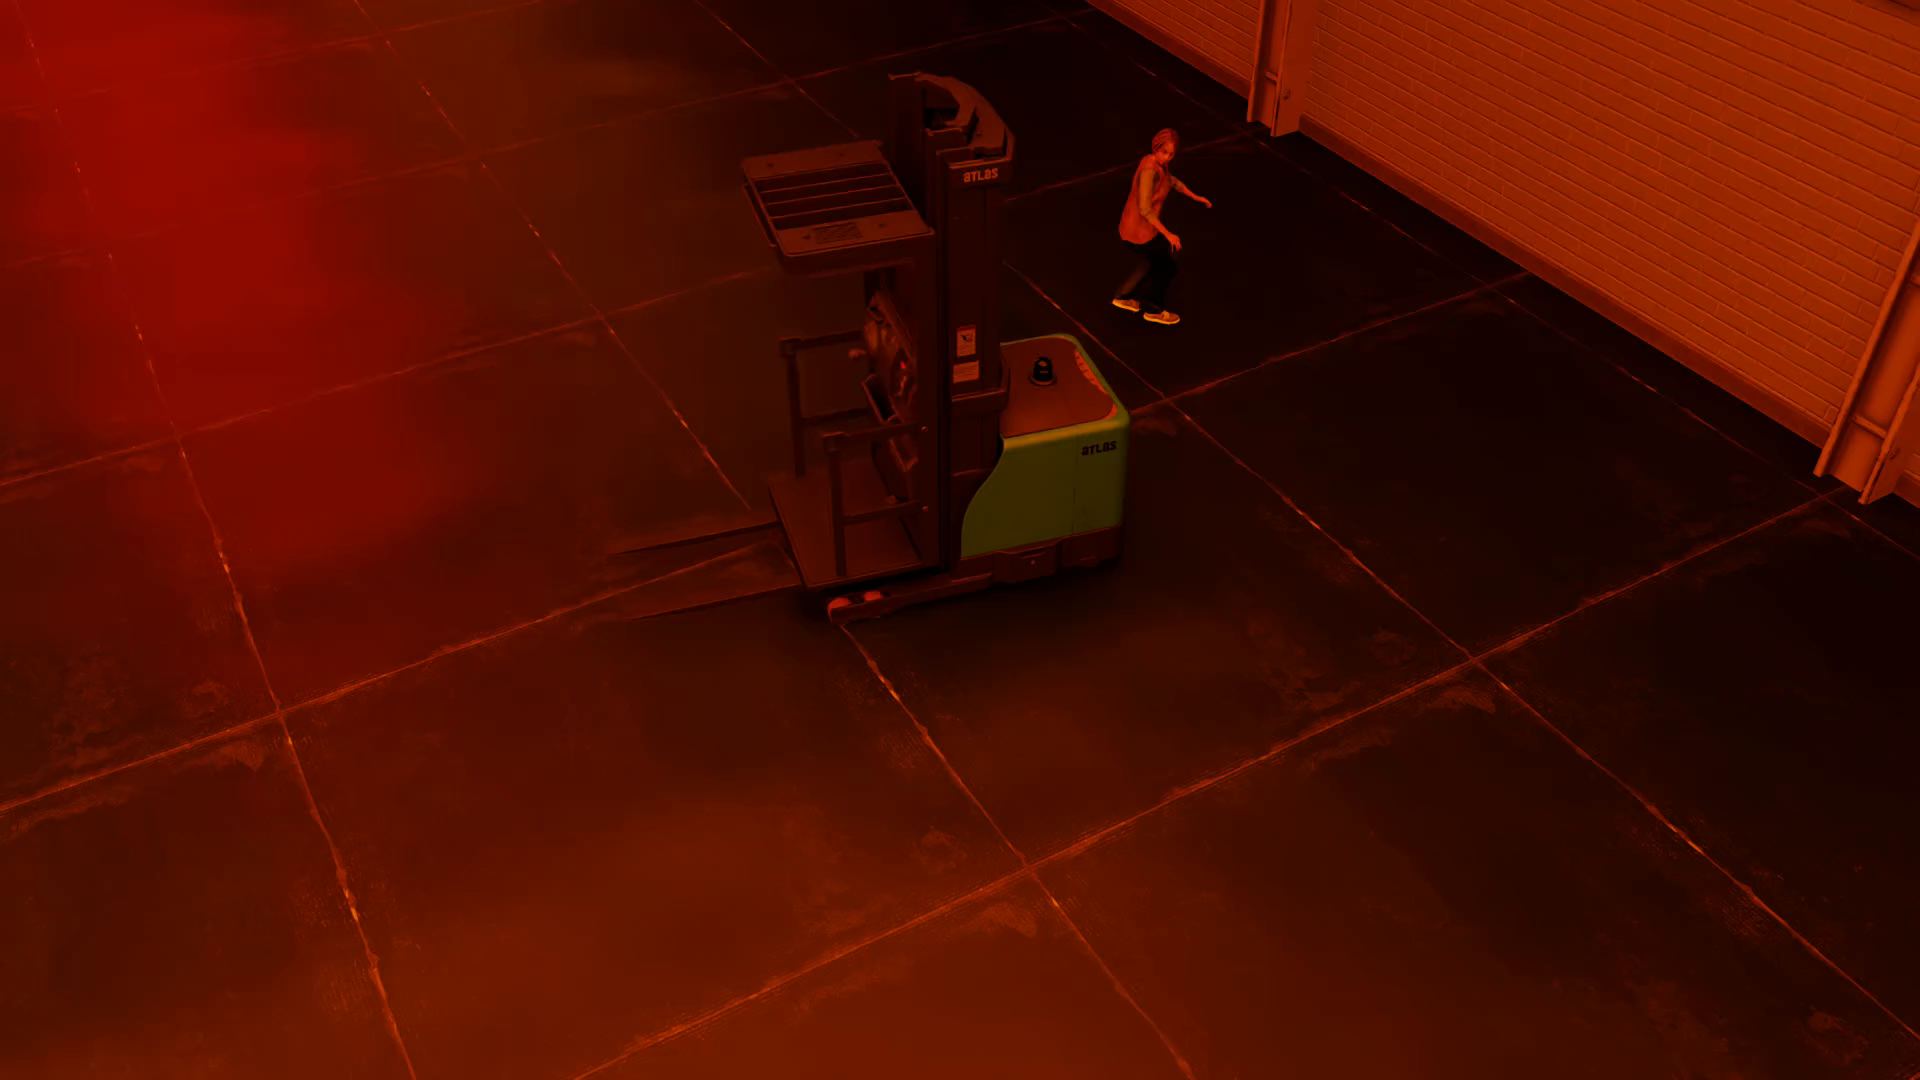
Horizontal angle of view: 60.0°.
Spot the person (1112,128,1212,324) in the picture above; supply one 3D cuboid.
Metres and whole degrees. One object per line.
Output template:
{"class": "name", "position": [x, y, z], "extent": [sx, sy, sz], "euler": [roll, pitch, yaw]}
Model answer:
{"class": "person", "position": [1.457, -2.198, 11.809], "extent": [0.672, 1.505, 0.694], "euler": [1, 40, 1]}

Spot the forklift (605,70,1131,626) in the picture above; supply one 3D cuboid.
{"class": "forklift", "position": [-0.580, -1.006, 9.250], "extent": [3.031, 2.935, 1.130], "euler": [-12, 41, -14]}
